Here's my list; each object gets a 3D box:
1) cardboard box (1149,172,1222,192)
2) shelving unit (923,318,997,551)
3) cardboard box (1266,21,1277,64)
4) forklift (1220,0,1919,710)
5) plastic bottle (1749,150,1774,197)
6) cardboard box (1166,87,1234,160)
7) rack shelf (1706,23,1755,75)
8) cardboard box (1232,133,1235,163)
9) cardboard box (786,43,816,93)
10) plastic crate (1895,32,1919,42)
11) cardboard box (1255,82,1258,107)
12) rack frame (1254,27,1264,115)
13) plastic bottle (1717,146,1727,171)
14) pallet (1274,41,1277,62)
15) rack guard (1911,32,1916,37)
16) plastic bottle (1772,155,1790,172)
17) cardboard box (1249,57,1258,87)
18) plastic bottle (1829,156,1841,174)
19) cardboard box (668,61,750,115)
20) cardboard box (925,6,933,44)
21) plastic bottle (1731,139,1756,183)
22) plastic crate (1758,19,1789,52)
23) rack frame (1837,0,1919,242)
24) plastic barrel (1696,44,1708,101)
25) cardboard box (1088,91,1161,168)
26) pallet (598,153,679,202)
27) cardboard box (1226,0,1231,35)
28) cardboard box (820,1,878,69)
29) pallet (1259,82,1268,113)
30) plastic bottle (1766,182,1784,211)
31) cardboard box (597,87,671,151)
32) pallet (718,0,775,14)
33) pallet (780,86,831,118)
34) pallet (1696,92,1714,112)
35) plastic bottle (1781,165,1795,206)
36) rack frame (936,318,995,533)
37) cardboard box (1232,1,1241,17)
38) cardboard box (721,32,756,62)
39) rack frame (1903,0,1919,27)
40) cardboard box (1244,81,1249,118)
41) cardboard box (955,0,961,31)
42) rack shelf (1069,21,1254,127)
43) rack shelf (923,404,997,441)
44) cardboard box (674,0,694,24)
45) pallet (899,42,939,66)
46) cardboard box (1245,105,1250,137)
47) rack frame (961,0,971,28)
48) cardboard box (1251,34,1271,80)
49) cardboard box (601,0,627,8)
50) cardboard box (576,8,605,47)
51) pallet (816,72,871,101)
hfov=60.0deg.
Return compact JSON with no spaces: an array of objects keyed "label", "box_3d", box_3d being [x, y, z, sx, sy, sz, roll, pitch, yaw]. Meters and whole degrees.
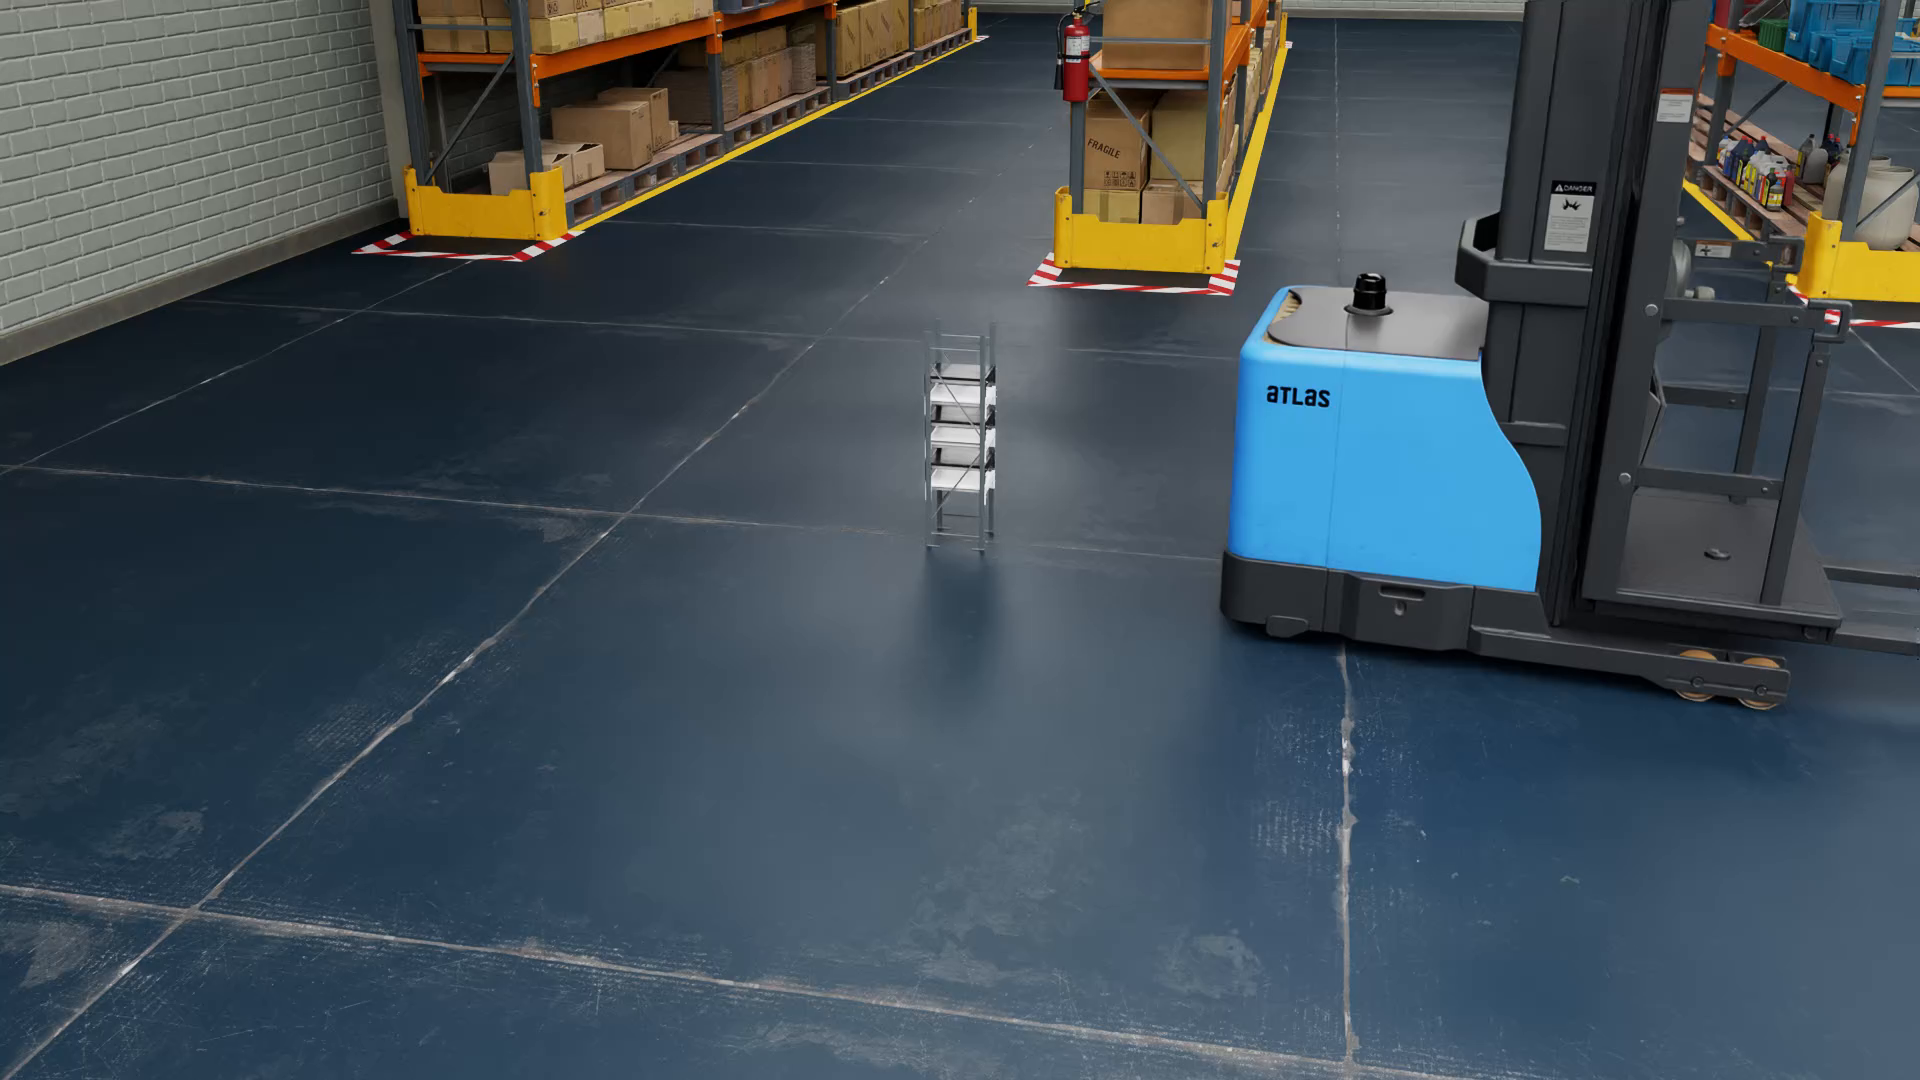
[{"label":"cardboard box","box_3d":[1.681,-2.601,12.415,0.500,0.250,0.500,4,22,11]},{"label":"shelving unit","box_3d":[0.002,-0.420,6.693,0.258,0.900,0.210,4,22,11]},{"label":"cardboard box","box_3d":[3.884,-6.550,21.860,0.500,0.500,0.500,4,22,11]},{"label":"forklift","box_3d":[2.518,-1.025,5.475,3.031,2.935,1.130,7,23,17]},{"label":"plastic bottle","box_3d":[6.186,-2.822,12.803,0.144,0.351,0.185,5,23,13]},{"label":"cardboard box","box_3d":[1.892,-3.314,13.182,0.500,0.500,0.500,4,22,11]},{"label":"rack shelf","box_3d":[7.328,-4.801,15.722,1.077,0.370,4.000,4,22,11]},{"label":"cardboard box","box_3d":[2.080,-3.333,14.233,0.500,0.250,0.500,4,22,11]},{"label":"cardboard box","box_3d":[-2.058,-5.399,19.000,0.700,0.500,0.500,5,22,12]},{"label":"plastic crate","box_3d":[6.837,-3.668,12.298,0.530,0.136,0.437,4,22,11]},{"label":"cardboard box","box_3d":[2.918,-4.765,17.787,0.500,0.250,0.500,4,22,10]},{"label":"rack frame","box_3d":[2.888,-6.245,18.345,1.000,3.000,0.127,4,22,11]},{"label":"plastic bottle","box_3d":[6.405,-3.189,13.913,0.097,0.201,0.097,0,22,0]},{"label":"pallet","box_3d":[4.092,-7.113,24.233,1.003,0.211,1.213,4,22,11]},{"label":"rack guard","box_3d":[14.223,-7.264,24.220,1.175,0.500,0.348,4,22,11]},{"label":"plastic bottle","box_3d":[6.374,-2.854,12.981,0.152,0.276,0.135,4,22,11]},{"label":"cardboard box","box_3d":[2.817,-4.839,17.222,0.500,0.311,0.500,4,22,11]},{"label":"plastic bottle","box_3d":[6.825,-2.850,12.963,0.061,0.283,0.133,4,22,11]},{"label":"cardboard box","box_3d":[-2.588,-4.666,17.182,0.700,0.500,0.500,4,22,10]},{"label":"cardboard box","box_3d":[-0.787,-7.569,24.415,0.700,0.500,0.500,4,22,10]},{"label":"plastic bottle","box_3d":[6.311,-3.046,13.358,0.144,0.351,0.185,4,22,9]},{"label":"plastic crate","box_3d":[6.367,-3.830,12.632,0.450,0.188,0.662,4,22,11]},{"label":"rack frame","box_3d":[6.104,-2.940,10.139,1.000,3.000,0.127,4,22,11]},{"label":"plastic barrel","box_3d":[7.820,-5.234,18.178,0.600,0.830,0.708,4,22,11]},{"label":"cardboard box","box_3d":[1.263,-3.172,12.829,0.500,0.500,0.500,4,22,11]},{"label":"pallet","box_3d":[-3.128,-3.169,14.440,1.003,0.211,1.213,4,22,11]},{"label":"cardboard box","box_3d":[1.886,-4.472,13.809,0.700,0.500,0.500,4,22,10]},{"label":"cardboard box","box_3d":[-1.499,-6.398,21.039,0.750,0.750,0.750,4,22,11]},{"label":"pallet","box_3d":[3.077,-5.222,19.537,1.003,0.211,1.213,4,22,11]},{"label":"plastic bottle","box_3d":[6.050,-2.551,12.330,0.097,0.201,0.097,0,22,0]},{"label":"cardboard box","box_3d":[-2.951,-3.820,15.081,0.500,0.500,0.500,3,22,7]},{"label":"pallet","box_3d":[-2.480,-5.338,16.349,1.003,0.211,1.213,4,22,11]},{"label":"pallet","box_3d":[-2.123,-5.042,19.091,1.003,0.211,1.213,4,22,11]},{"label":"pallet","box_3d":[7.857,-4.864,18.649,1.003,0.211,1.213,4,22,11]},{"label":"plastic bottle","box_3d":[6.232,-2.672,12.519,0.061,0.283,0.133,4,22,11]},{"label":"rack frame","box_3d":[0.022,-0.458,6.785,0.240,0.900,0.006,4,22,11]},{"label":"cardboard box","box_3d":[2.453,-4.974,15.525,0.380,0.149,0.250,4,22,11]},{"label":"cardboard box","box_3d":[-2.455,-5.173,17.437,0.500,0.250,0.500,4,22,9]},{"label":"rack frame","box_3d":[14.218,-8.414,23.731,1.000,3.000,0.127,4,22,11]},{"label":"cardboard box","box_3d":[2.400,-4.094,15.371,0.500,0.311,0.500,5,22,11]},{"label":"cardboard box","box_3d":[-0.375,-8.319,26.278,0.700,0.500,0.500,4,22,11]},{"label":"rack shelf","box_3d":[1.664,-3.717,13.031,1.077,0.370,4.000,4,22,11]},{"label":"rack shelf","box_3d":[0.002,-0.473,6.672,0.258,0.077,0.200,4,22,11]},{"label":"cardboard box","box_3d":[-2.688,-4.720,14.733,0.500,0.250,0.500,5,22,11]},{"label":"pallet","box_3d":[-0.914,-7.063,24.108,1.003,0.211,1.213,4,22,11]},{"label":"cardboard box","box_3d":[2.502,-4.017,15.931,0.500,0.250,0.500,5,22,12]},{"label":"rack frame","box_3d":[-0.330,-9.547,26.544,1.000,3.000,0.127,4,22,11]},{"label":"cardboard box","box_3d":[3.469,-5.809,20.020,0.500,0.500,0.500,4,22,10]},{"label":"cardboard box","box_3d":[-2.981,-4.503,13.190,0.500,0.500,0.500,4,22,9]},{"label":"cardboard box","box_3d":[-3.092,-3.981,12.896,0.500,0.250,0.500,4,22,9]},{"label":"pallet","box_3d":[-1.727,-5.610,20.502,1.003,0.211,1.213,4,22,11]}]
